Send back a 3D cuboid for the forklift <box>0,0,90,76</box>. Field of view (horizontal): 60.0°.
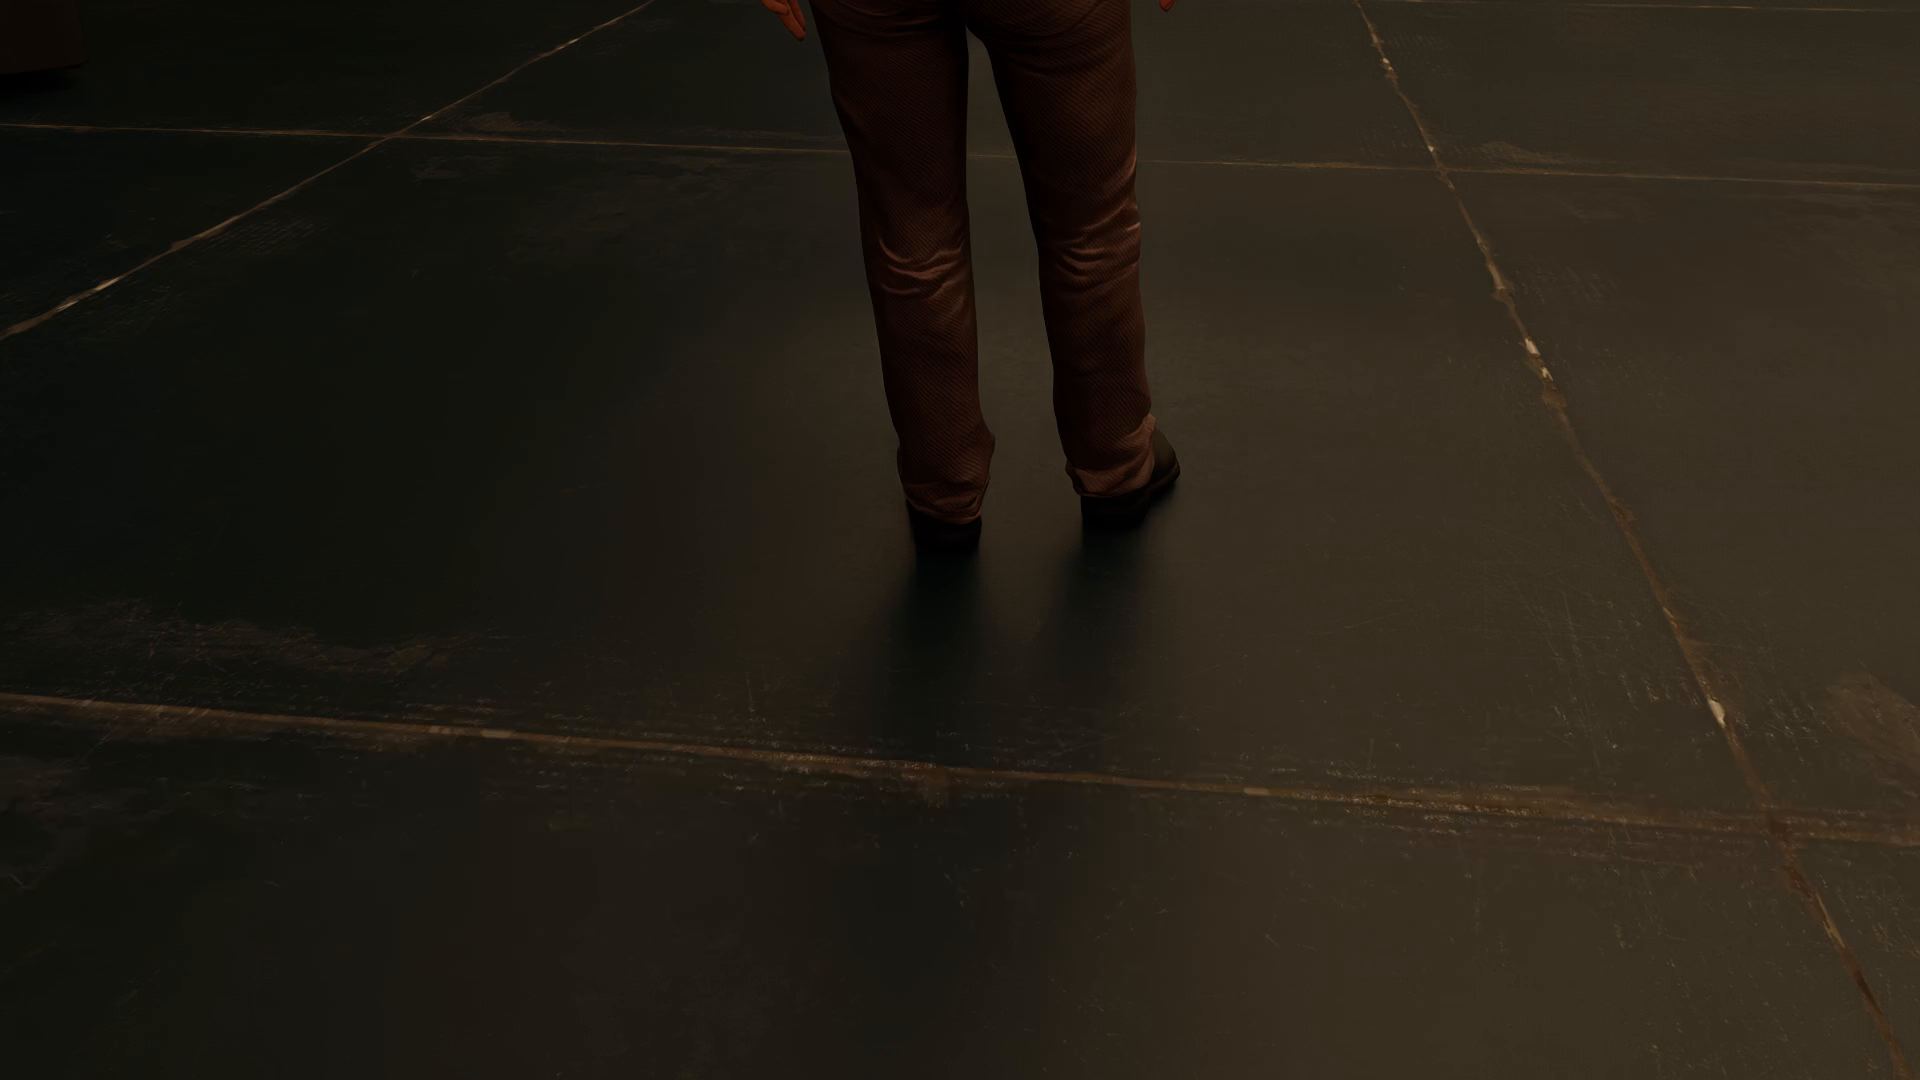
[{"bbox_3d":[-4.306,-3.127,5.486,3.031,2.935,1.130,23,35,38],"label":"forklift"}]

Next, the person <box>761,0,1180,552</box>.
[{"bbox_3d":[0.017,-0.807,2.174,0.632,1.720,0.552,3,27,7],"label":"person"}]
